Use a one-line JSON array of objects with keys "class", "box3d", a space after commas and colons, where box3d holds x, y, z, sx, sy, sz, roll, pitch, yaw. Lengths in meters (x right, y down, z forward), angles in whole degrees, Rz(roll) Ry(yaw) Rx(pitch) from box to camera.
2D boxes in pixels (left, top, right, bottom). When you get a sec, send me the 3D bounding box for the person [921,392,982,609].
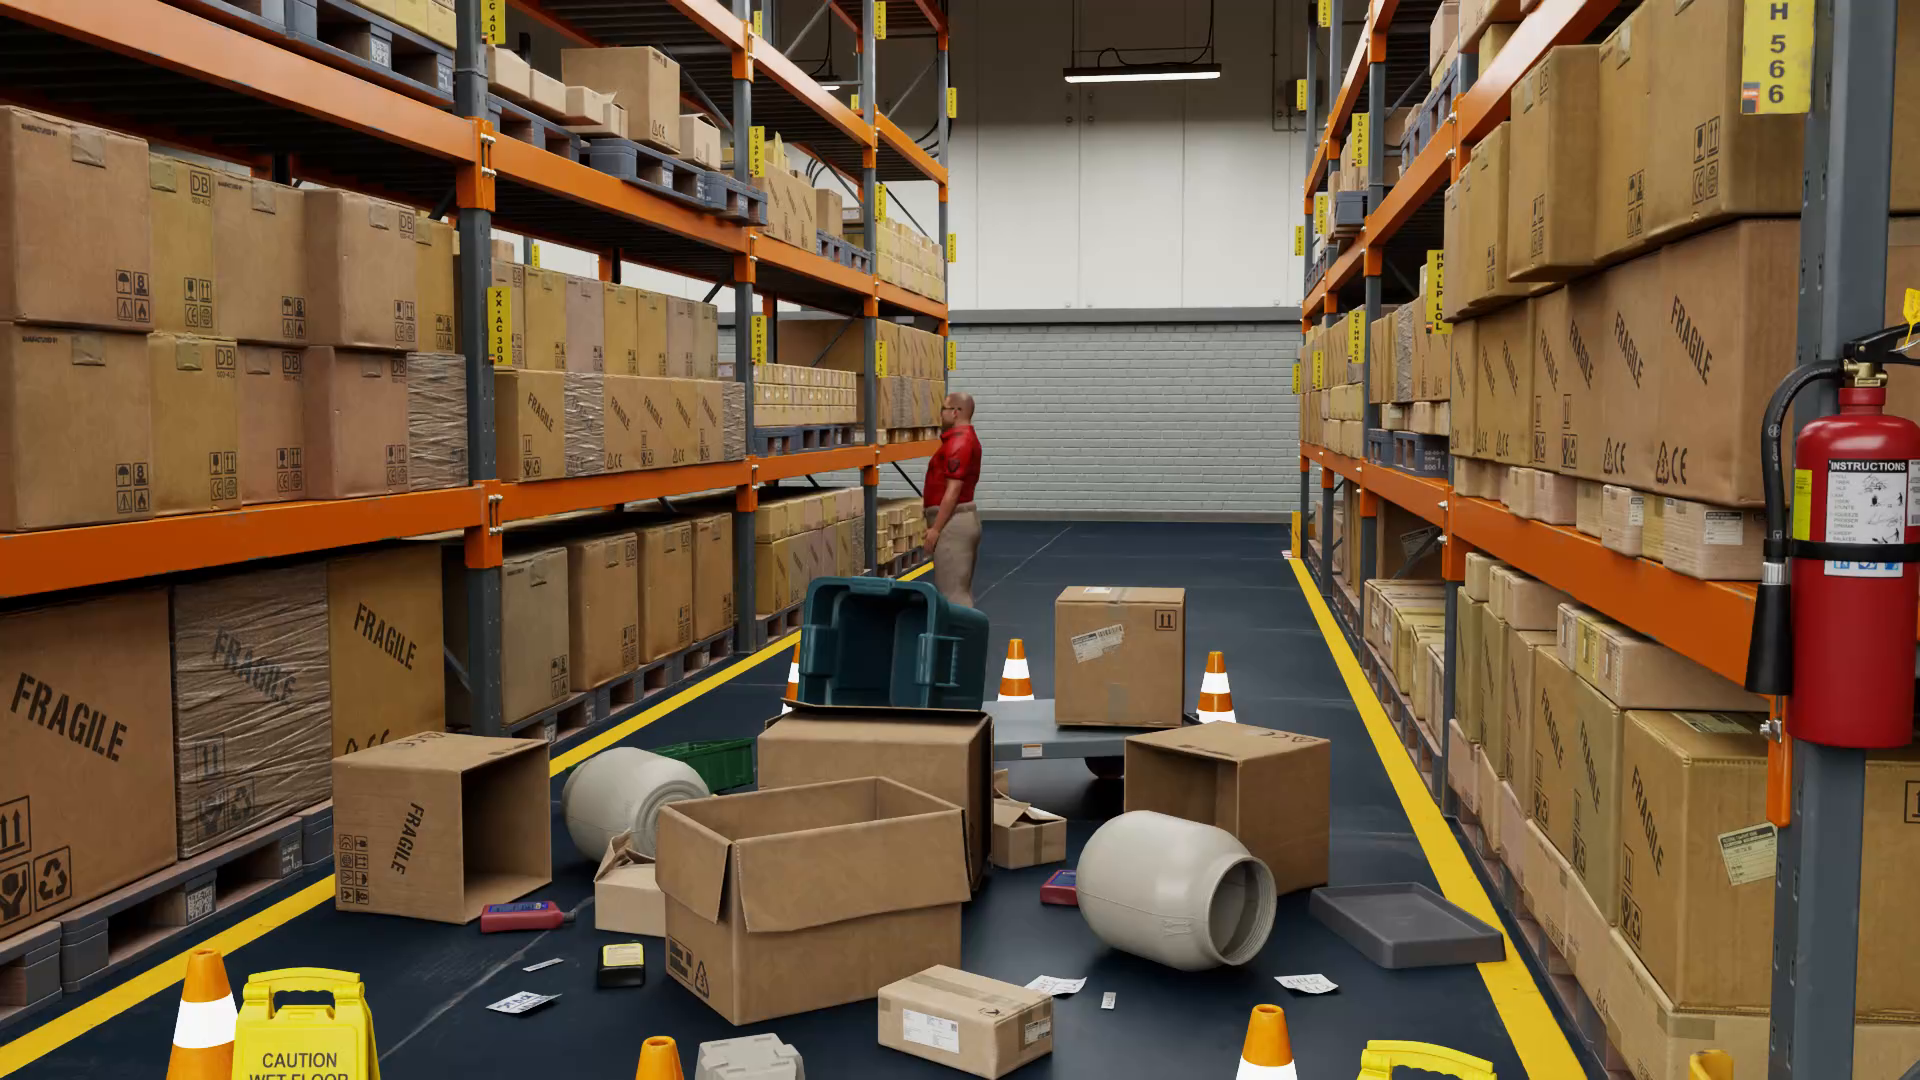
[{"class": "person", "box3d": [-0.069, -0.040, 10.223, 0.393, 1.737, 0.534, 1, 4, 9]}]
